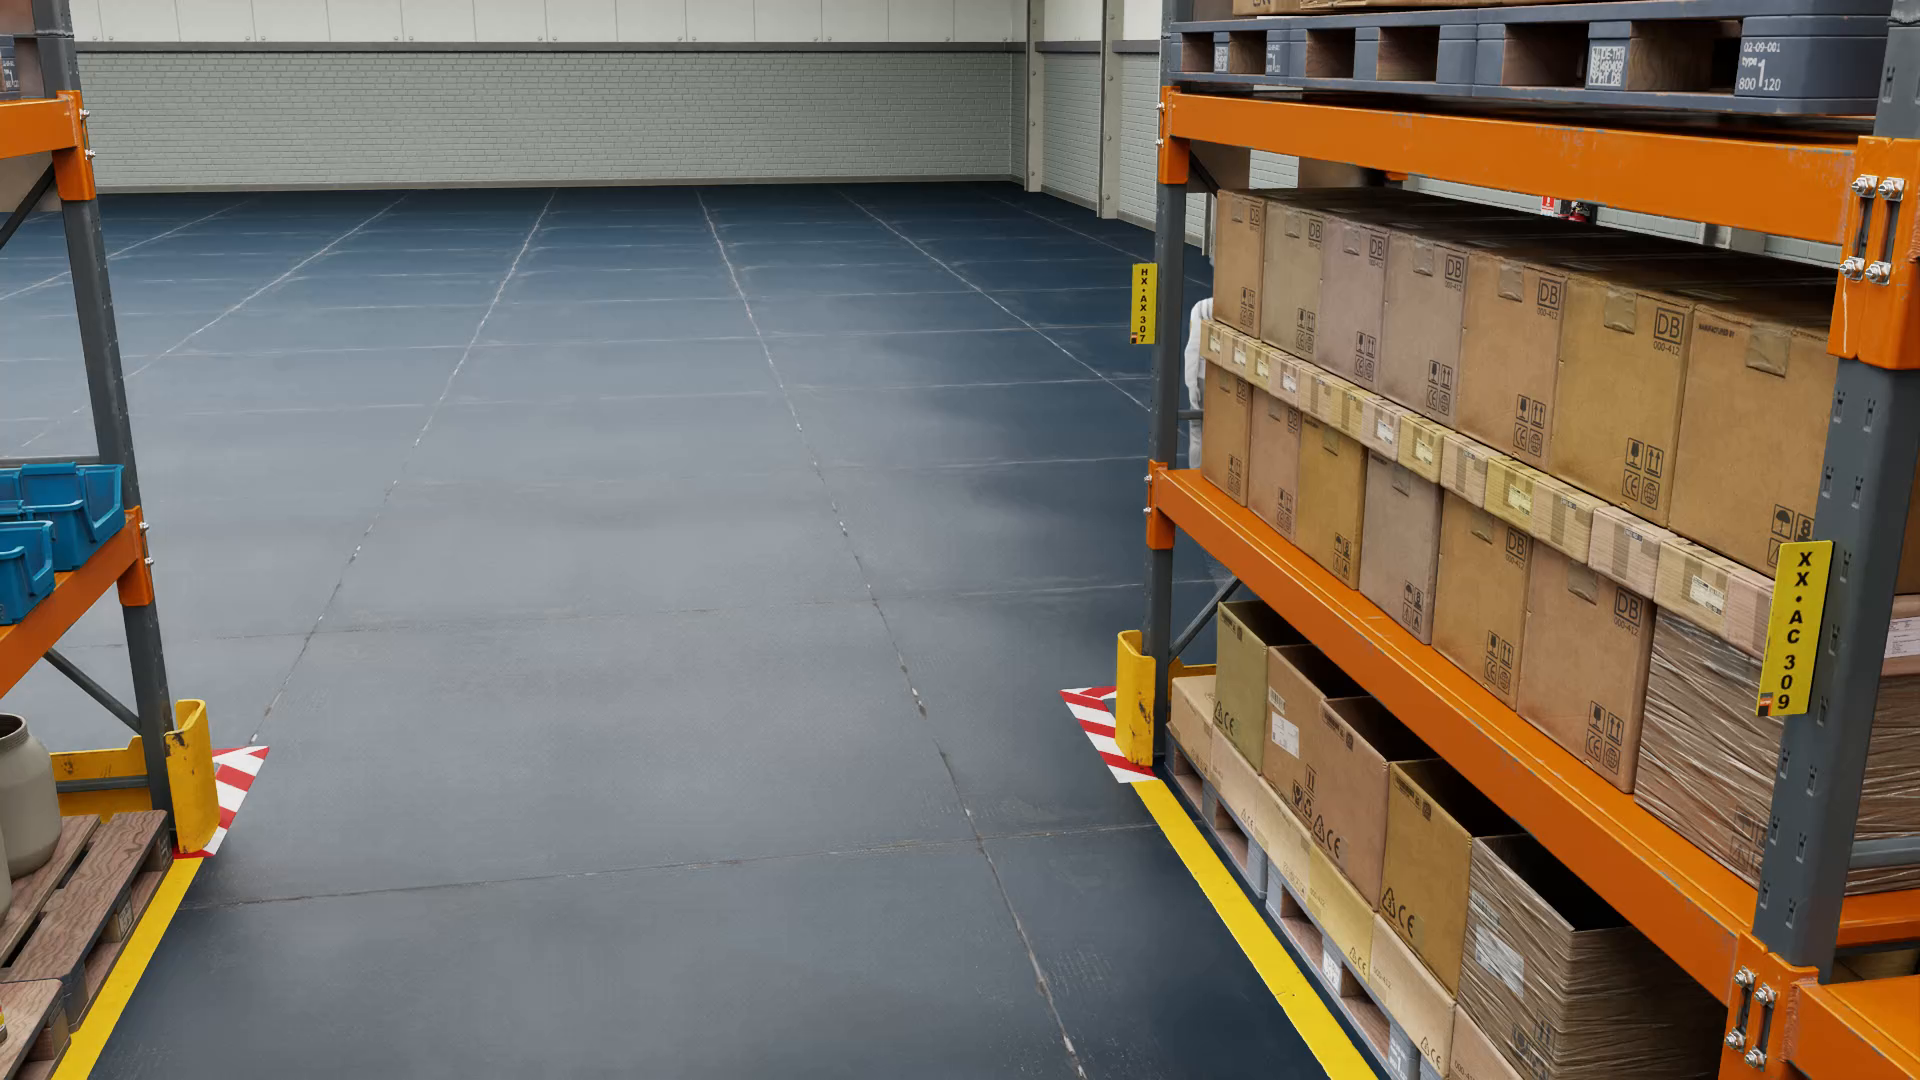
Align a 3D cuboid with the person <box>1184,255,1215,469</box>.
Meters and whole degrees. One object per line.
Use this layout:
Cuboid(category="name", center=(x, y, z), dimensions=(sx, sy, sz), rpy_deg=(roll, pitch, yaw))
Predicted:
Cuboid(category="person", center=(1.720, -1.025, 10.992), dimensions=(0.503, 1.737, 0.688), rpy_deg=(1, 17, 4))
